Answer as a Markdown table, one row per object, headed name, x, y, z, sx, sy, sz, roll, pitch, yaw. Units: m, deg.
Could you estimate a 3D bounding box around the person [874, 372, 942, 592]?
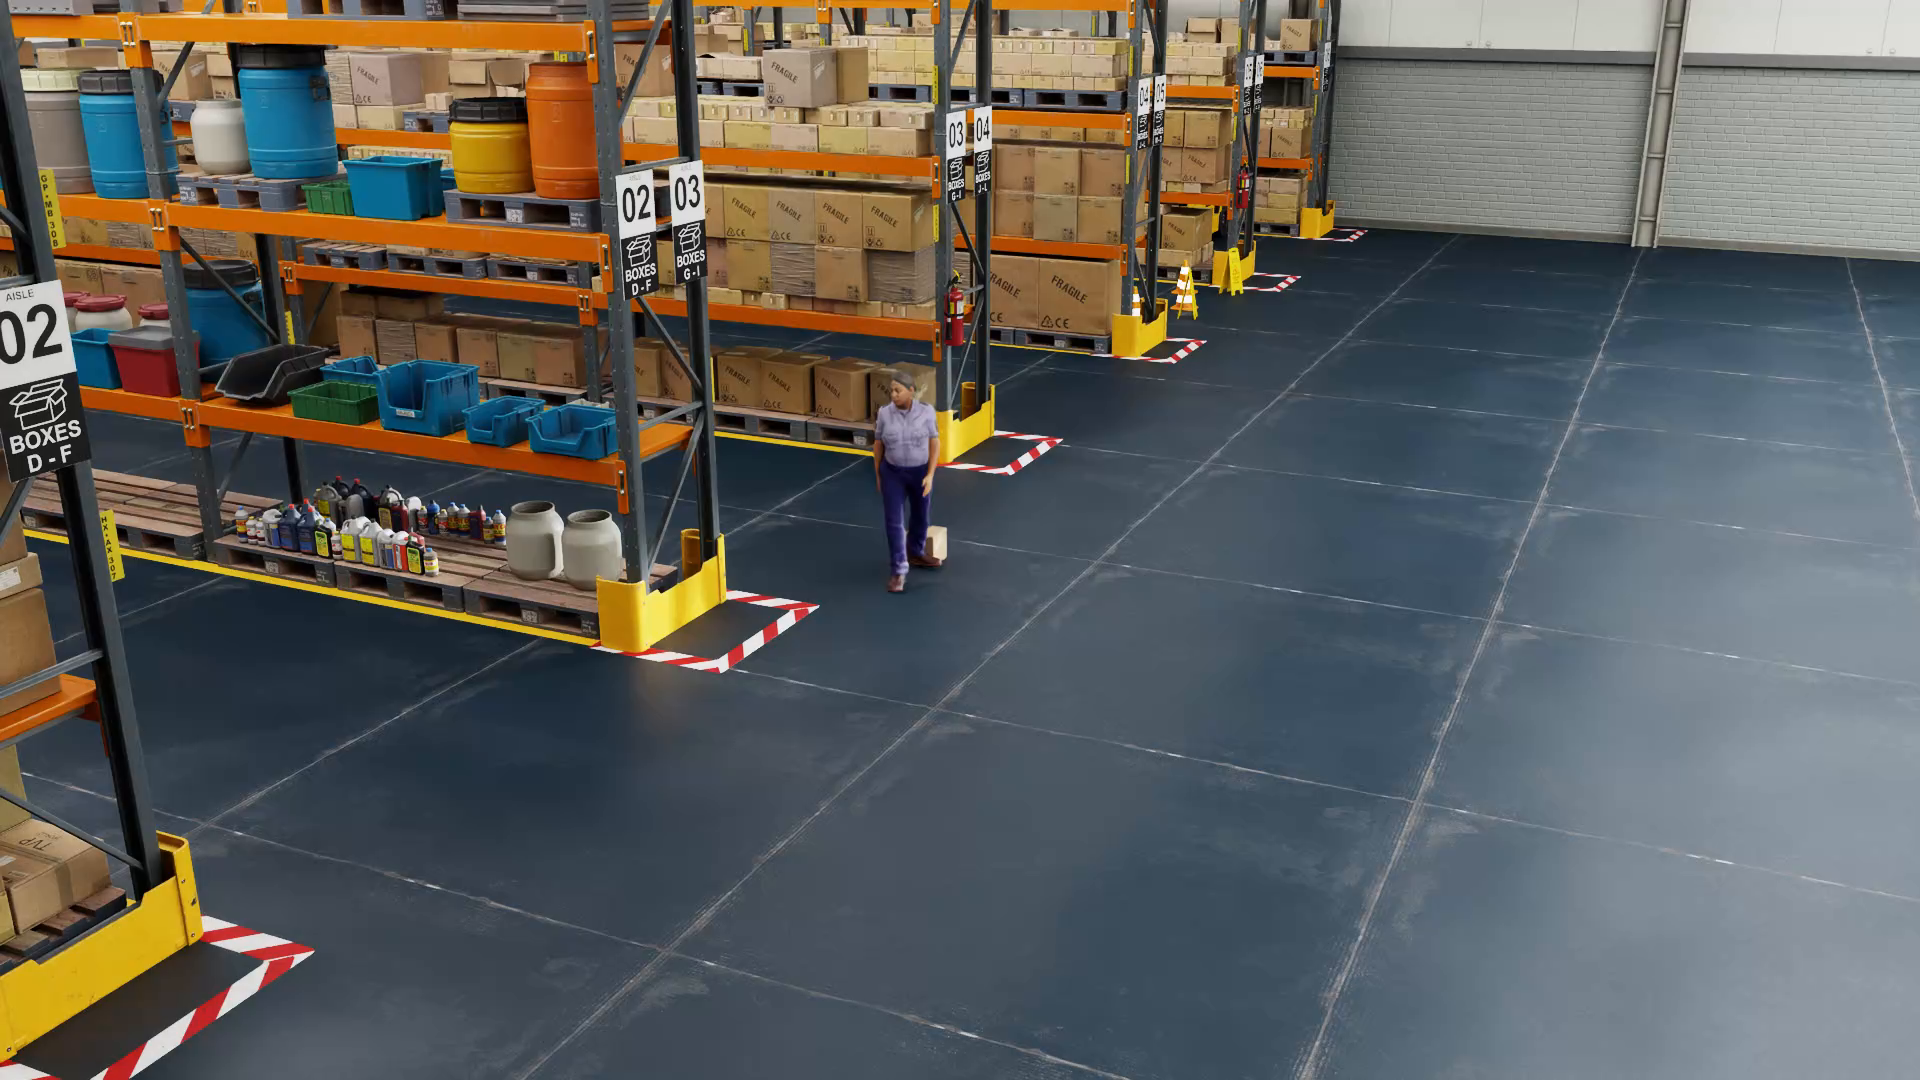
| name | x | y | z | sx | sy | sz | roll | pitch | yaw |
| --- | --- | --- | --- | --- | --- | --- | --- | --- | --- |
| person | -0.385 | -0.476 | 12.464 | 0.511 | 1.618 | 0.693 | -1 | 19 | -3 |
